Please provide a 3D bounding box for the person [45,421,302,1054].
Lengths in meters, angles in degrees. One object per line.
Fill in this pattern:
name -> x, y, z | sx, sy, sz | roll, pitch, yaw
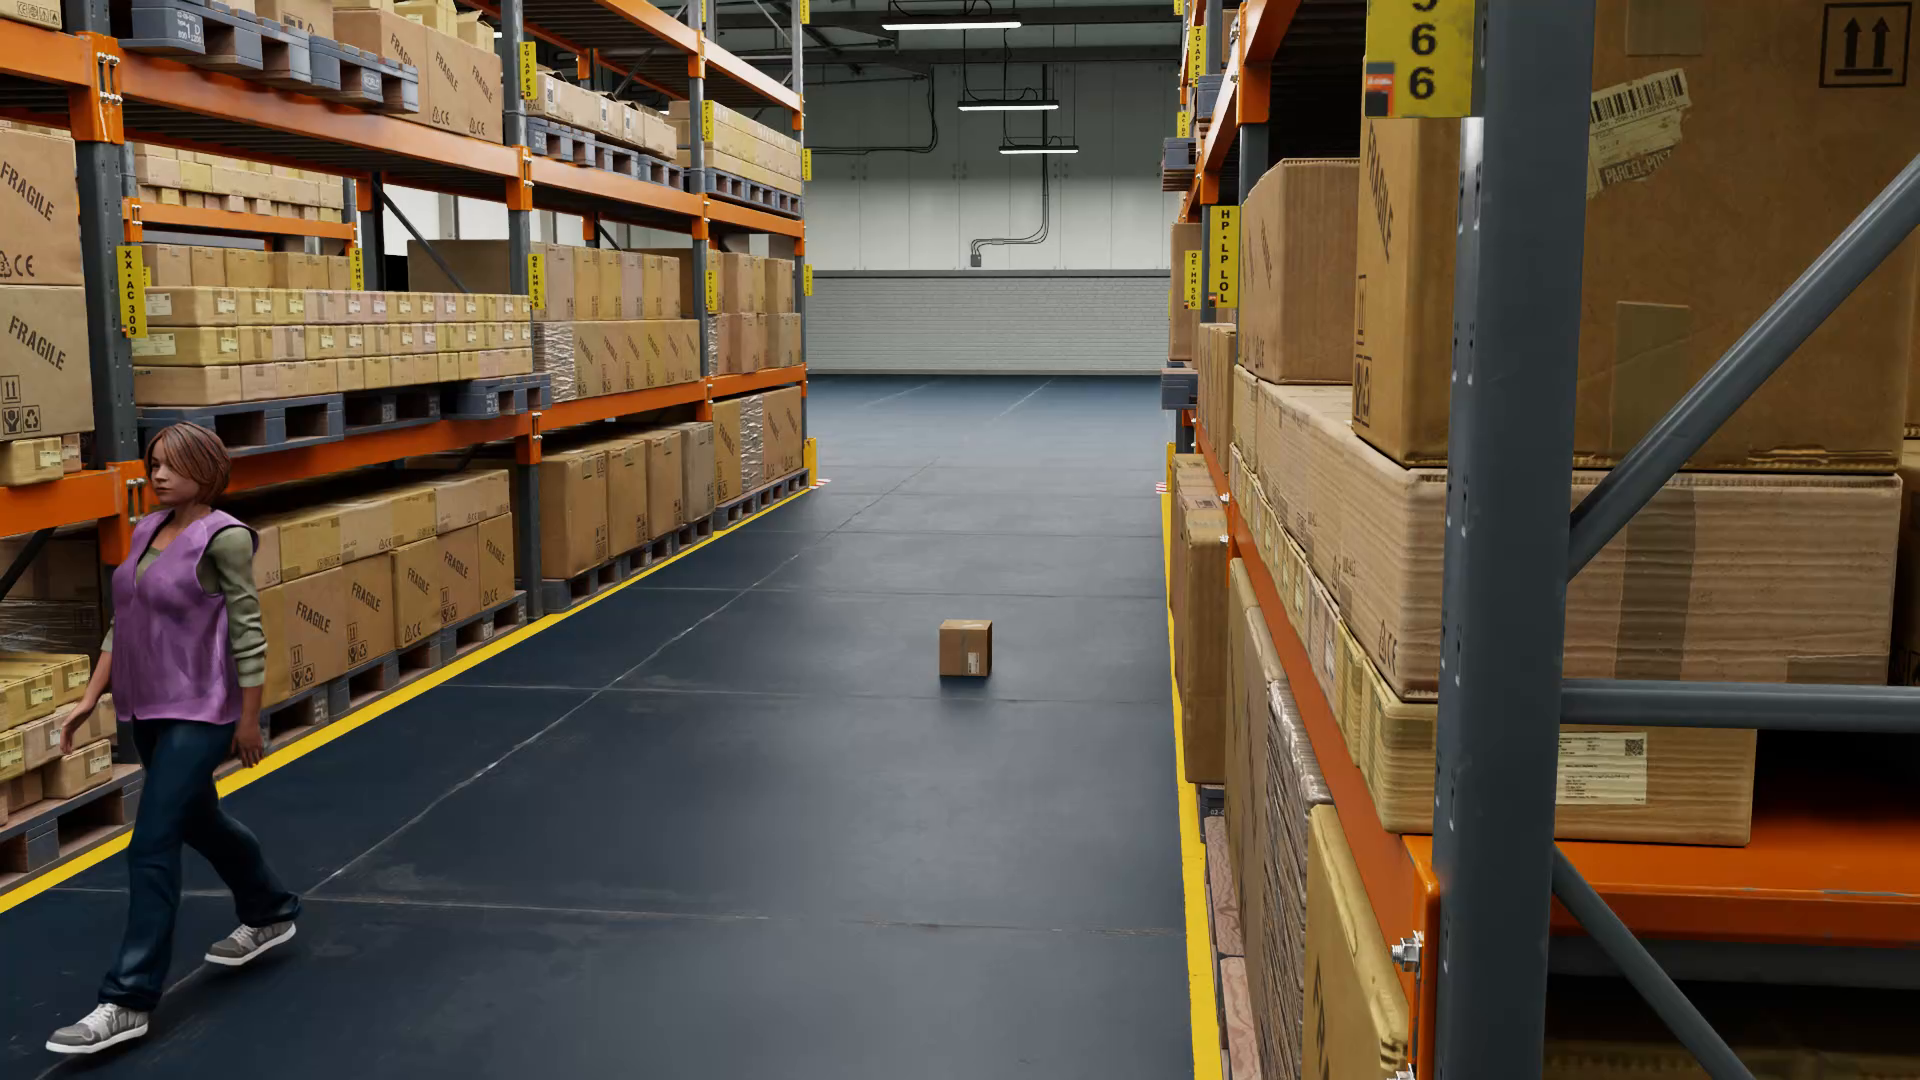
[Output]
person -> -2.113, 0.468, 4.383 | 0.416, 1.547, 0.848 | 5, 9, 32
